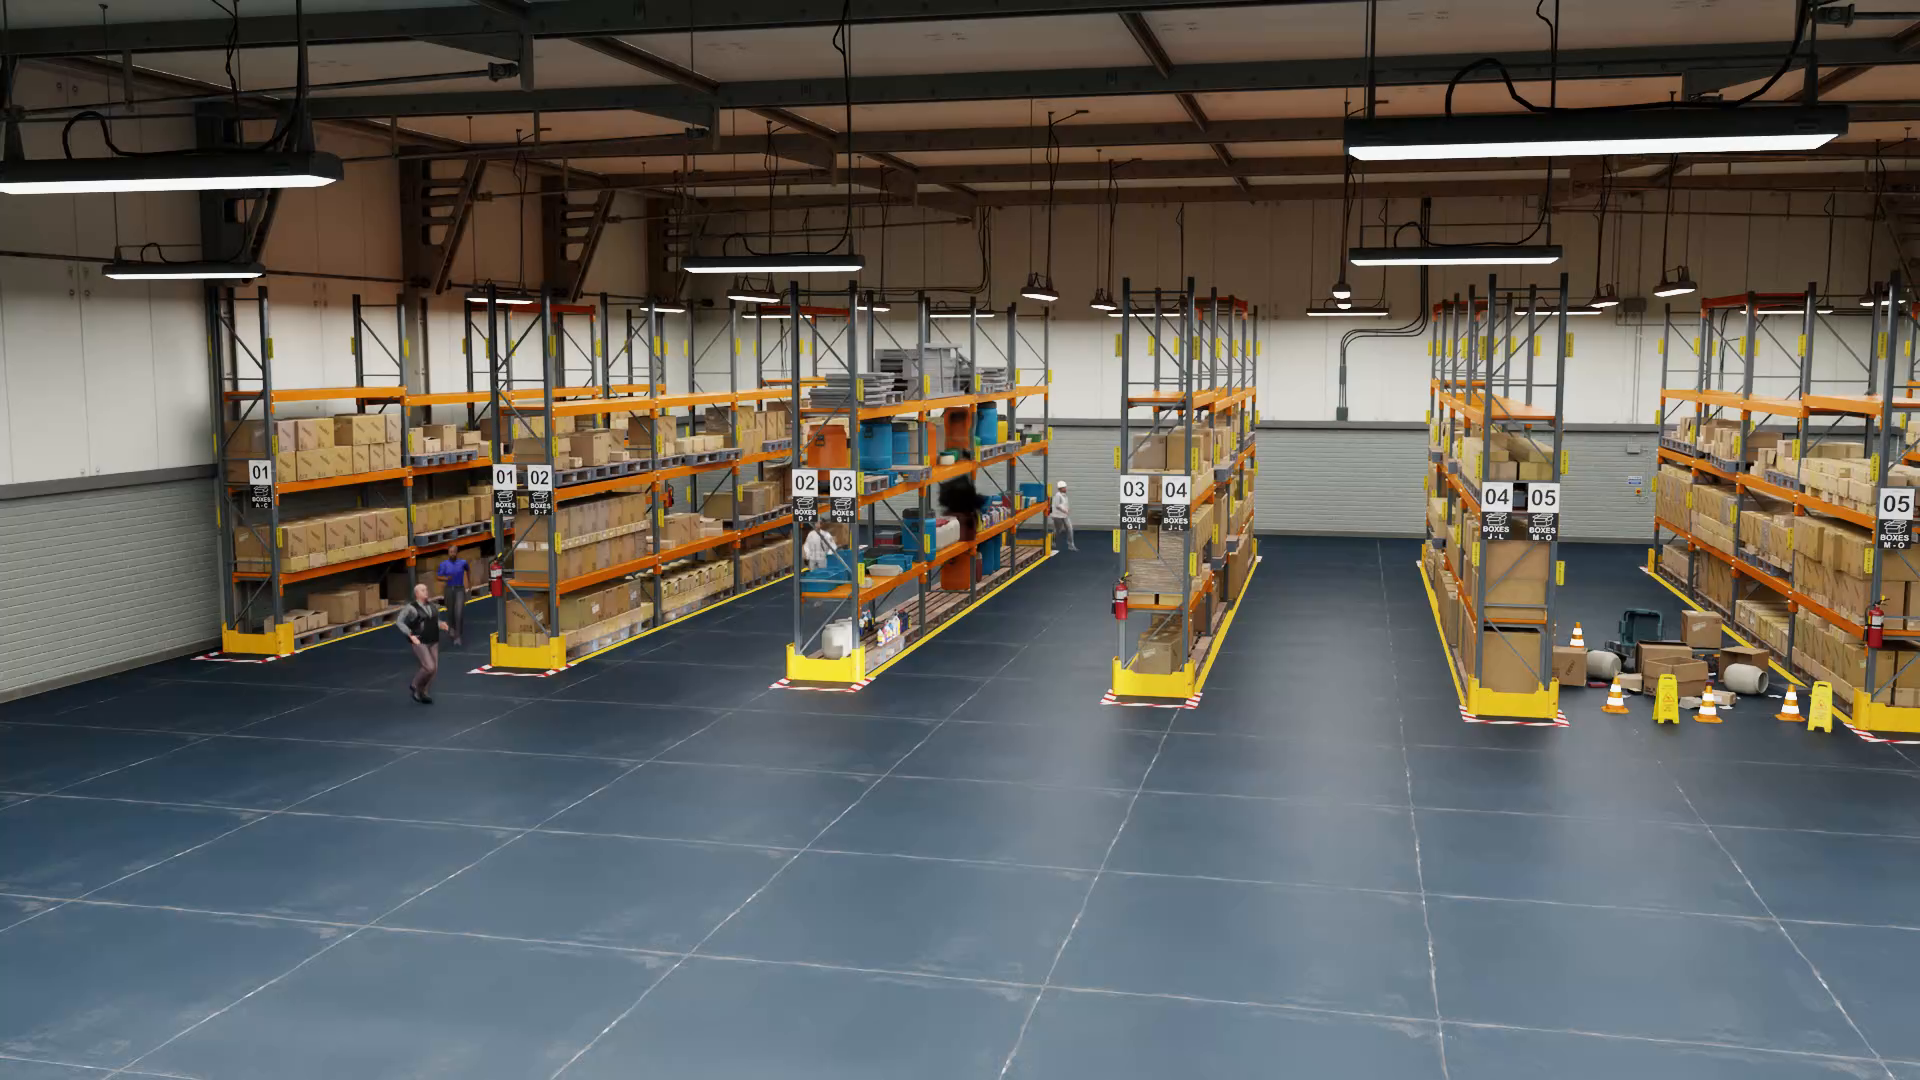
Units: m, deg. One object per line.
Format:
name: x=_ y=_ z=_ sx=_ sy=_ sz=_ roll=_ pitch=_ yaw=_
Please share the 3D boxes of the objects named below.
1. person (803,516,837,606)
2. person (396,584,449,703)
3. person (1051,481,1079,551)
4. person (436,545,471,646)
person: x=-2.617 y=0.389 z=30.601 sx=0.616 sy=1.665 sz=0.469 roll=2 pitch=7 yaw=17
person: x=-7.519 y=1.434 z=23.475 sx=0.590 sy=1.622 sz=0.649 roll=4 pitch=8 yaw=30
person: x=2.459 y=-0.594 z=41.341 sx=0.925 sy=1.761 sz=0.688 roll=5 pitch=8 yaw=39
person: x=-8.612 y=0.914 z=28.321 sx=0.566 sy=1.649 sz=0.929 roll=-2 pitch=7 yaw=-16
